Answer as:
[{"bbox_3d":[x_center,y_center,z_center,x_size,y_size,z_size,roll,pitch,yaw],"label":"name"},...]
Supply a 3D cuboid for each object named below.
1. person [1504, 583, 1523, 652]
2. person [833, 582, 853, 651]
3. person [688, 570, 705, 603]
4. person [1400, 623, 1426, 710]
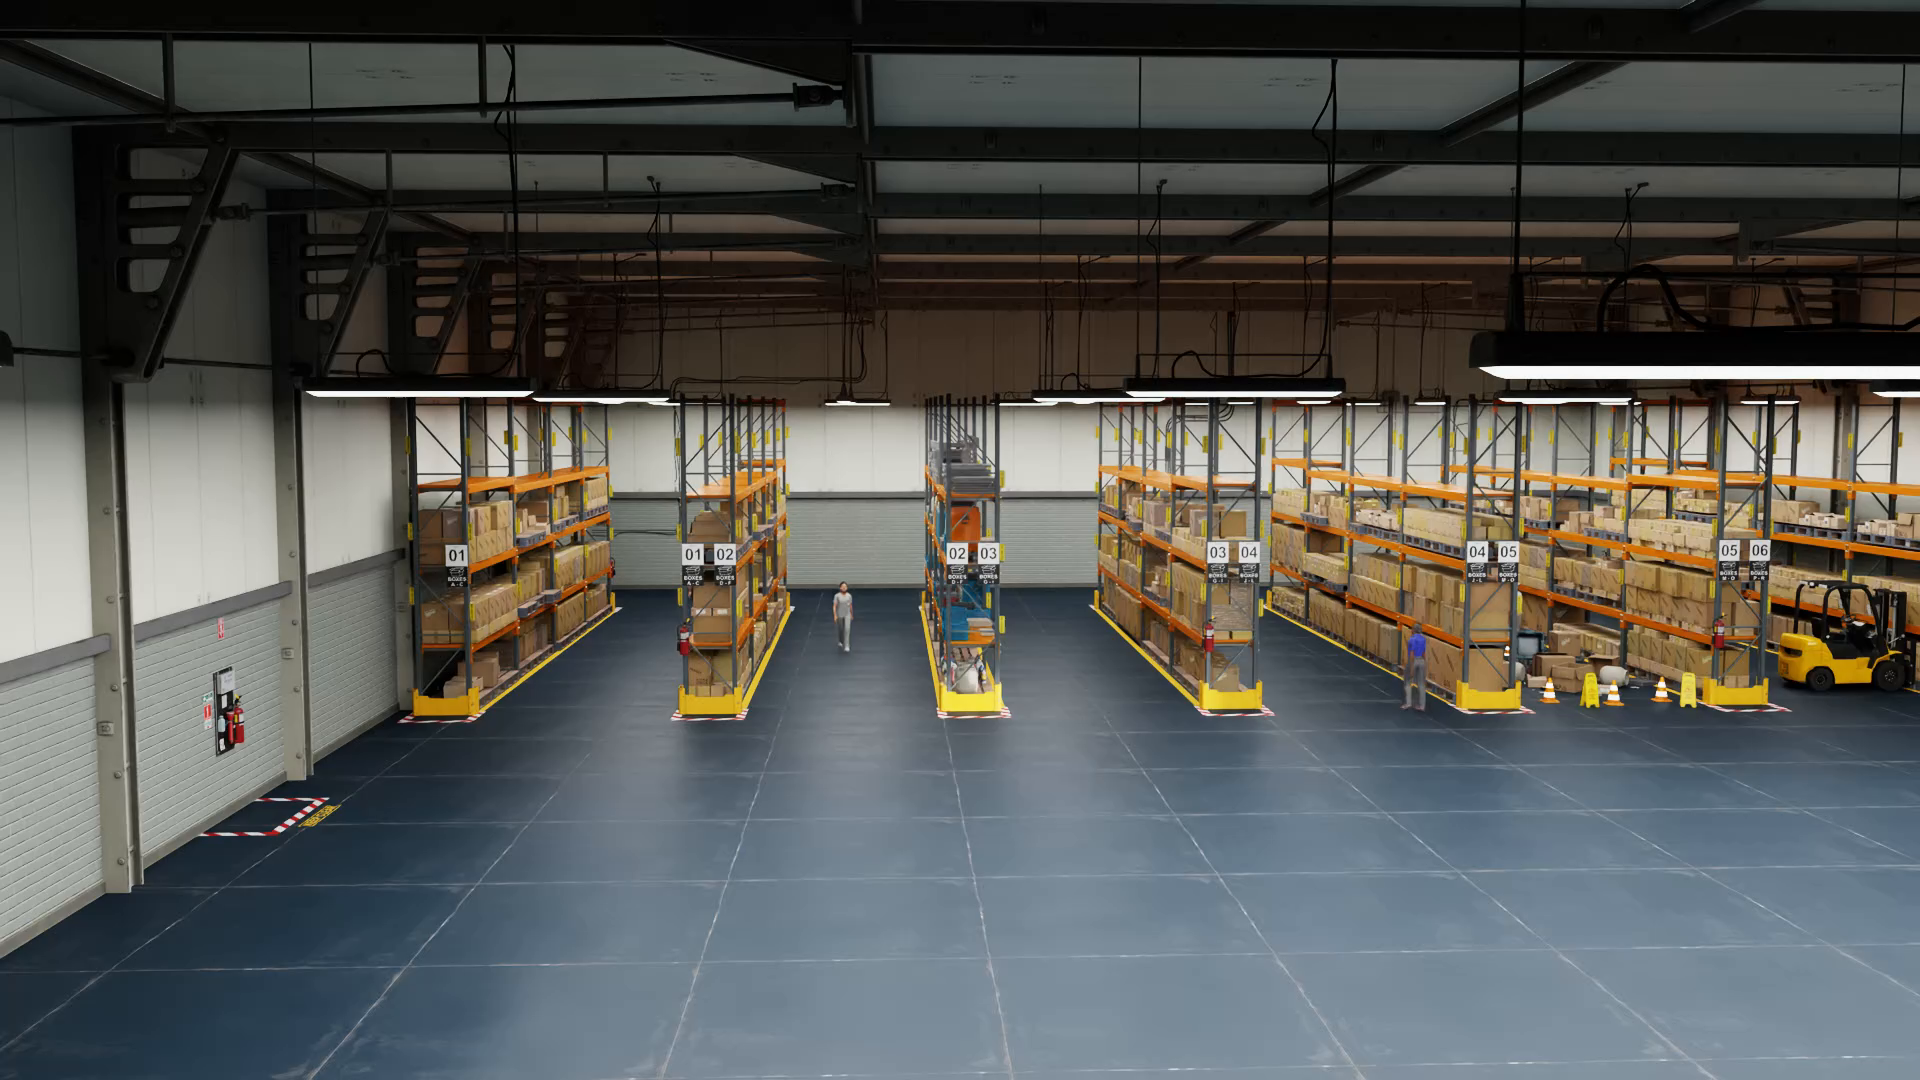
[{"bbox_3d":[13.037,1.808,39.166,0.495,1.707,0.389,-3,5,-35],"label":"person"},{"bbox_3d":[-2.769,1.797,39.355,0.466,1.611,1.082,0,5,-6],"label":"person"},{"bbox_3d":[-6.850,1.396,43.580,0.585,1.713,1.141,0,5,1],"label":"person"},{"bbox_3d":[8.685,2.431,31.604,0.449,1.703,0.581,-1,5,-13],"label":"person"}]
